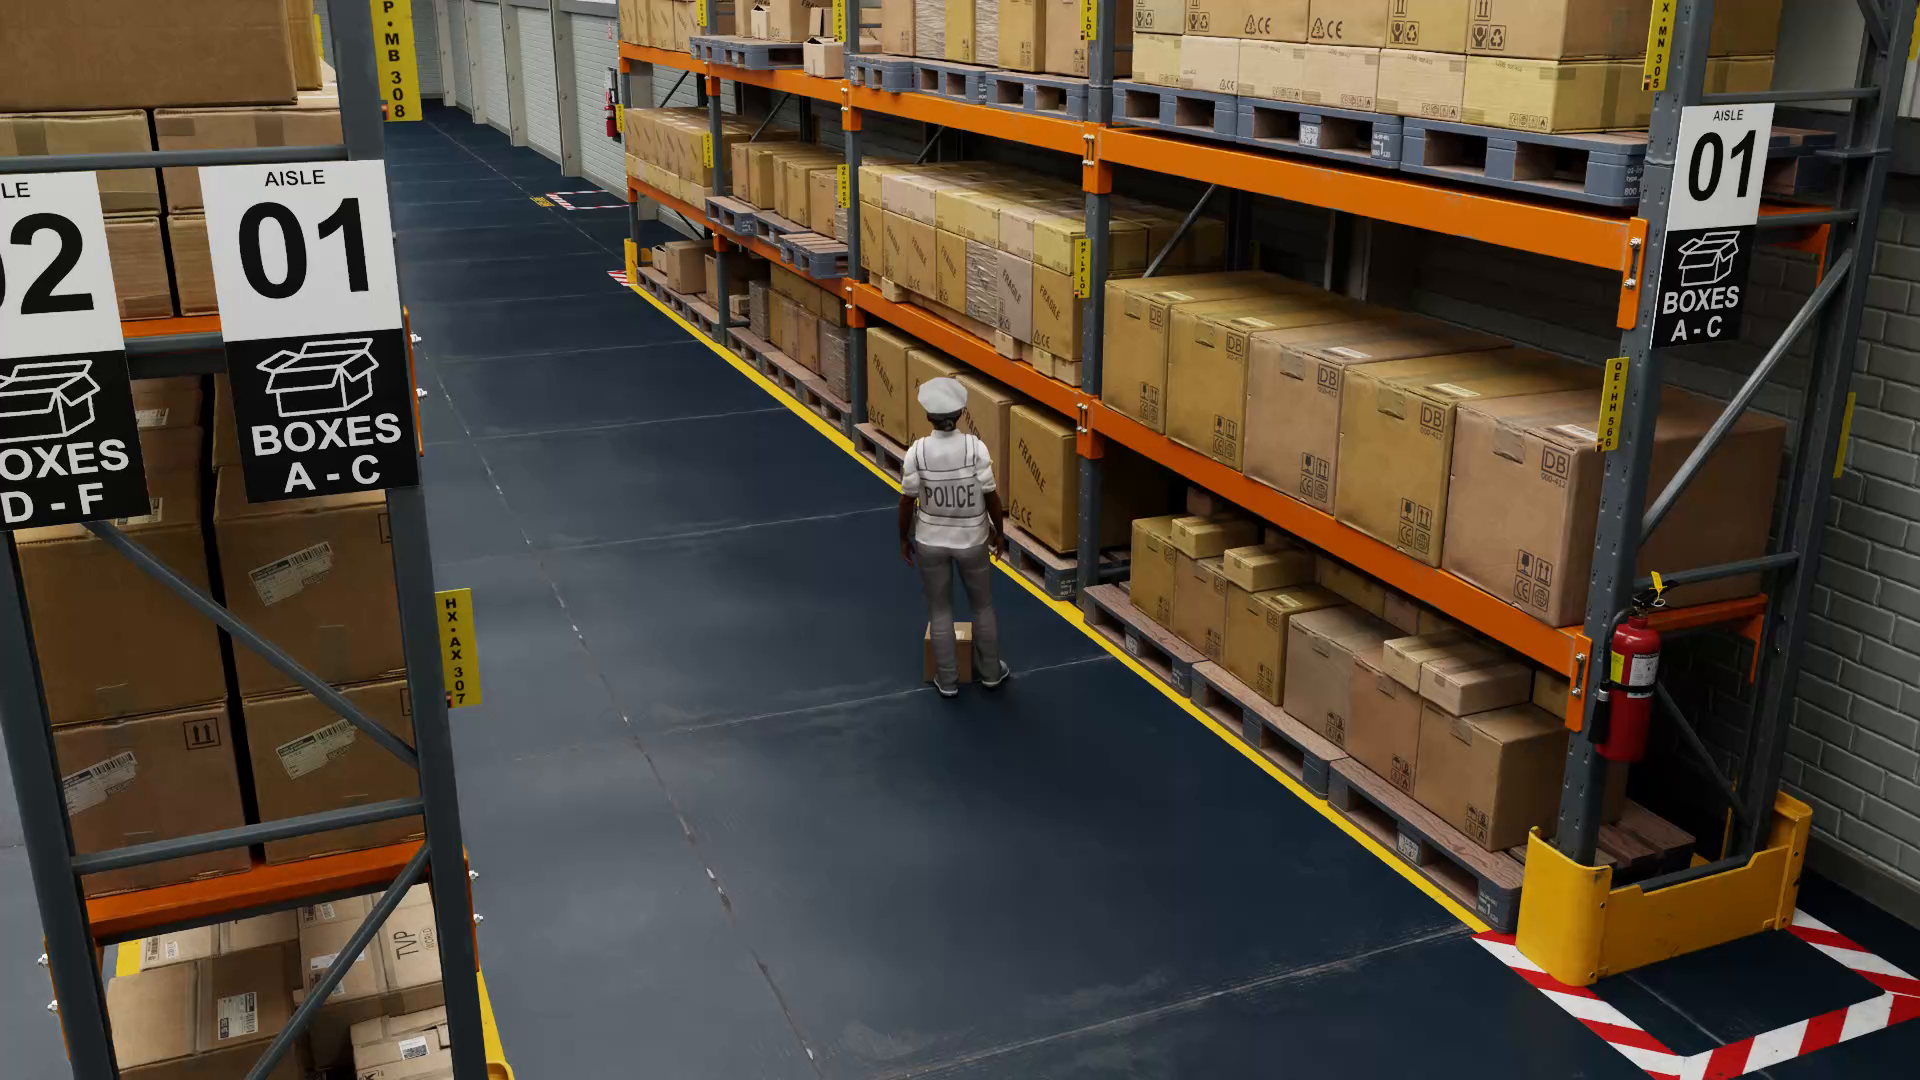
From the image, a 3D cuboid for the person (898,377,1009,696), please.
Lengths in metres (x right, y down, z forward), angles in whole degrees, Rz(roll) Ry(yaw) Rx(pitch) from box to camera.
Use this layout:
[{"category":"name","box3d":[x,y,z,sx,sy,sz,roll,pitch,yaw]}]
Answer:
[{"category":"person","box3d":[-0.026,-0.020,8.542,0.570,1.698,0.527,1,19,2]}]
